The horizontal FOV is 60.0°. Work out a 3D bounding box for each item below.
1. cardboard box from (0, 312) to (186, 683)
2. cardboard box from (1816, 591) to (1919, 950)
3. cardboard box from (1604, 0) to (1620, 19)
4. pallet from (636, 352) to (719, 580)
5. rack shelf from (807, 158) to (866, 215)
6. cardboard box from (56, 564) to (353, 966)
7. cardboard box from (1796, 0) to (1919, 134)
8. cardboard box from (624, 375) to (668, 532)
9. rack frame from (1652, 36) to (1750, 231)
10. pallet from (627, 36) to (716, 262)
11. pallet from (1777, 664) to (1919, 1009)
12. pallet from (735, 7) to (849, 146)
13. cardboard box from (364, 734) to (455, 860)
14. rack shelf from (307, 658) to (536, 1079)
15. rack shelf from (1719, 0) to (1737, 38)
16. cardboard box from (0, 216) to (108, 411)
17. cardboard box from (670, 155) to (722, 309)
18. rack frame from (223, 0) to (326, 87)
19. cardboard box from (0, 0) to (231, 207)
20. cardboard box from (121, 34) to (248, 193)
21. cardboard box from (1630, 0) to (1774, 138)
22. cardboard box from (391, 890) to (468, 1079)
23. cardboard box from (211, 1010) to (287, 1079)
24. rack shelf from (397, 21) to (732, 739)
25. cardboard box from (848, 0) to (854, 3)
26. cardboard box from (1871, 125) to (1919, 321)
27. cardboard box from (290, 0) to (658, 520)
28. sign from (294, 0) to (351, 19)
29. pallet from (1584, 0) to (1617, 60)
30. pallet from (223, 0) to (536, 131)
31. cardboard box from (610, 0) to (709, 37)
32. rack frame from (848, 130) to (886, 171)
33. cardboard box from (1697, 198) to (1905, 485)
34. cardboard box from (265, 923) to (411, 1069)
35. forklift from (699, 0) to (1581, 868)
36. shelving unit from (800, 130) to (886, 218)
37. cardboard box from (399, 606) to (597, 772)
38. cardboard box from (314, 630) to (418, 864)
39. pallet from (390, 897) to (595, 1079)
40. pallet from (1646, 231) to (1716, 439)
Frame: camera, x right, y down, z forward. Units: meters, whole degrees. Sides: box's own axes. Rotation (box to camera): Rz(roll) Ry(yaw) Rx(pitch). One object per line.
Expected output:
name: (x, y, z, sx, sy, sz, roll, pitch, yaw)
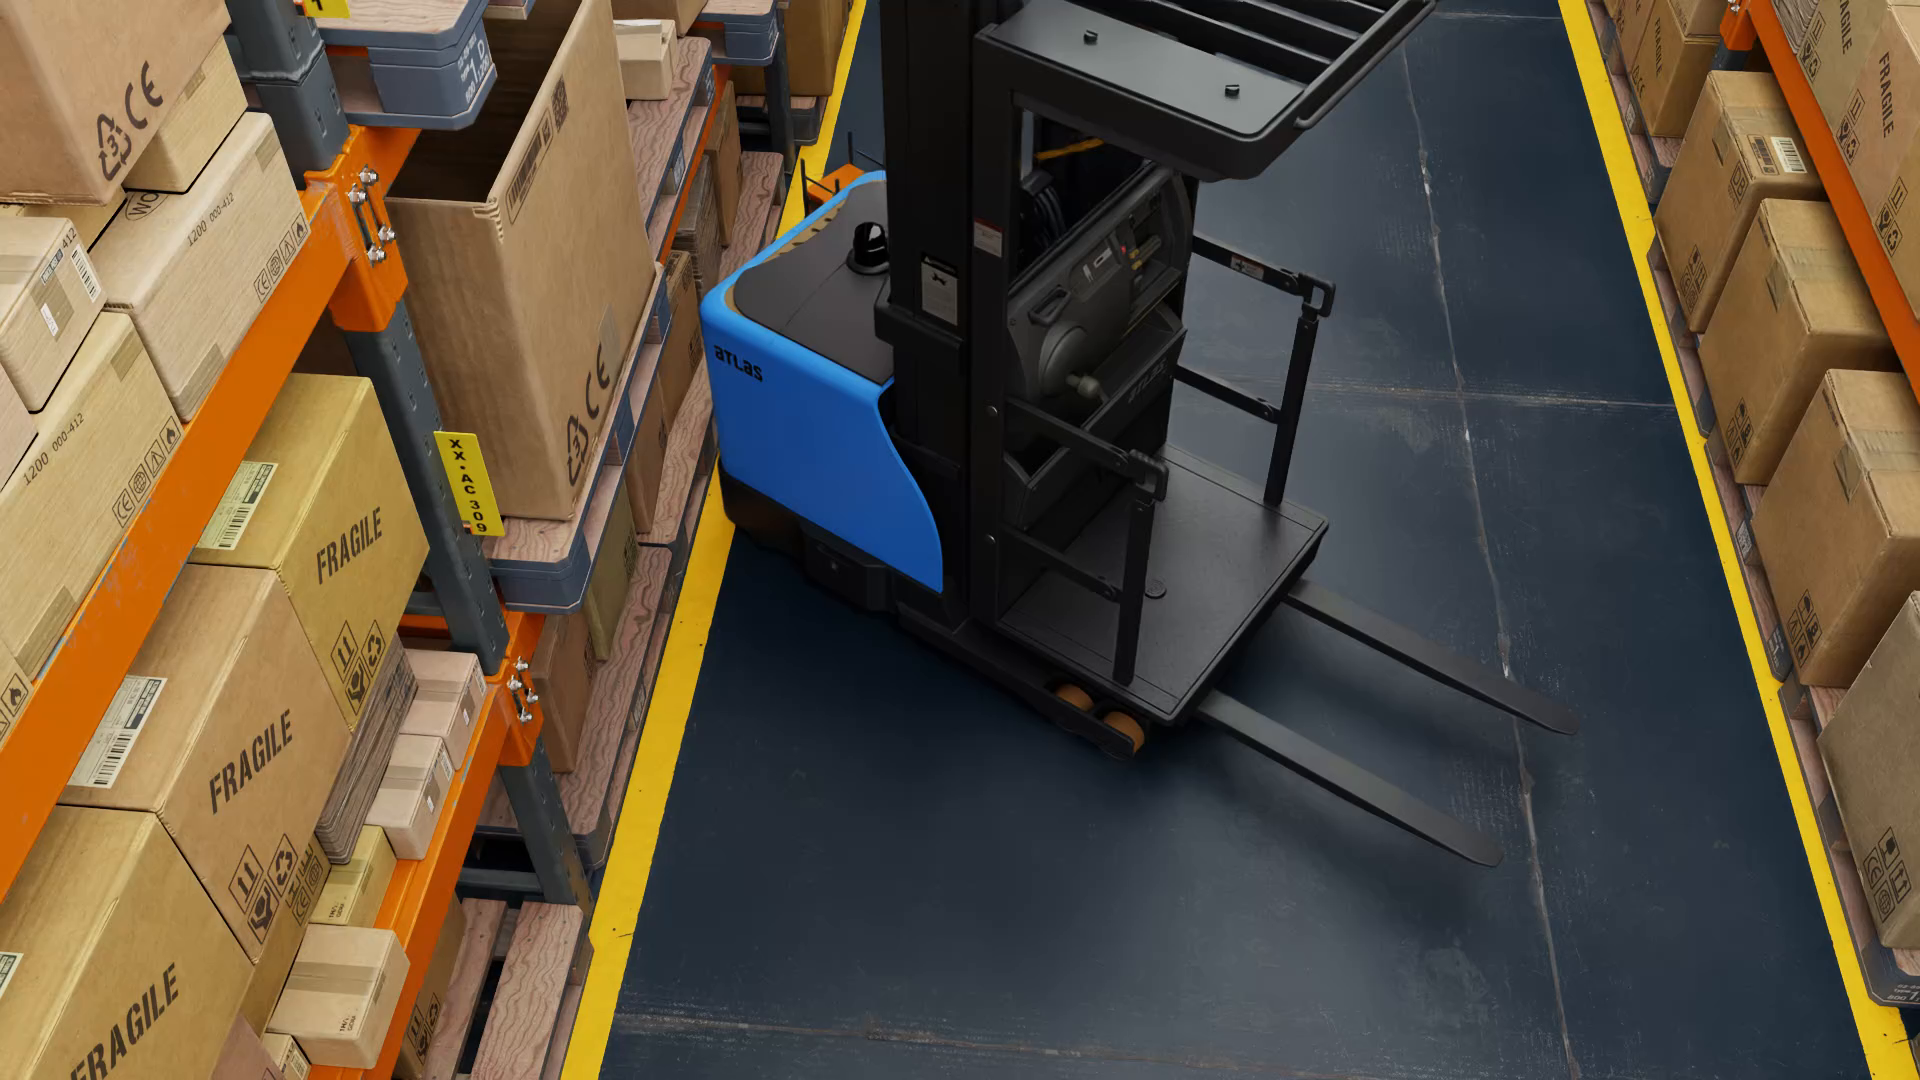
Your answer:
cardboard box: (-1.486, -0.088, 2.366, 0.500, 0.250, 0.500, 5, 48, 5)
cardboard box: (3.251, 0.702, 4.816, 1.050, 0.750, 0.750, 4, 48, 3)
cardboard box: (3.531, -2.963, 8.337, 0.500, 0.500, 0.500, 2, 48, 2)
pallet: (-1.468, -0.392, 6.465, 1.003, 0.211, 1.213, 4, 48, 4)
rack shelf: (-0.429, -1.248, 6.310, 0.215, 0.259, 0.240, 34, 56, 27)
cardboard box: (-1.457, 0.383, 2.920, 0.500, 0.500, 0.500, 4, 48, 4)
cardboard box: (3.295, -1.741, 5.742, 0.500, 0.500, 0.500, 3, 48, 3)
cardboard box: (-1.456, -0.377, 5.958, 0.700, 0.500, 0.500, 0, 48, 0)
rack frame: (3.649, -2.393, 6.406, 1.000, 3.000, 0.127, 4, 48, 4)
pallet: (-1.421, -1.279, 5.517, 1.003, 0.211, 1.213, 4, 48, 4)
pallet: (3.279, 0.915, 5.270, 1.003, 0.211, 1.213, 4, 48, 4)
pallet: (-1.135, -2.434, 8.333, 1.003, 0.211, 1.213, 4, 48, 4)
cardboard box: (-1.405, 0.584, 3.853, 0.380, 0.149, 0.250, 4, 48, 4)
rack shelf: (-1.828, 1.851, 3.012, 1.077, 0.370, 4.000, 4, 48, 4)
rack shelf: (3.831, -3.620, 8.016, 1.077, 0.370, 4.000, 4, 48, 4)
cardboard box: (-1.440, -0.319, 2.308, 0.380, 0.149, 0.250, 2, 48, 2)
cardboard box: (-1.360, -1.204, 6.714, 0.700, 0.500, 0.500, 0, 48, 0)
rack frame: (-1.646, -1.886, 1.877, 1.000, 3.000, 0.127, 4, 48, 4)
cardboard box: (-1.433, -0.829, 2.335, 0.500, 0.500, 0.500, 3, 48, 2)
cardboard box: (-1.388, -0.700, 2.656, 0.380, 0.149, 0.250, 5, 48, 5)
cardboard box: (3.448, -2.192, 7.632, 0.500, 0.500, 0.500, 4, 48, 3)
cardboard box: (-1.722, 1.131, 4.592, 0.500, 0.500, 0.500, 3, 48, 2)
cardboard box: (-1.775, 1.070, 2.969, 0.875, 0.500, 0.500, 4, 48, 4)
rack shelf: (-1.464, -1.089, 5.700, 1.077, 0.370, 4.000, 4, 48, 4)
cardboard box: (-1.109, -3.386, 8.469, 1.225, 0.875, 0.875, 4, 48, 4)
cardboard box: (3.201, -1.005, 5.069, 0.500, 0.500, 0.500, 3, 48, 3)
cardboard box: (-1.434, -0.780, 4.240, 1.000, 1.000, 1.000, 4, 48, 4)
sign: (-1.105, -1.018, 2.765, 0.100, 0.325, 0.005, 4, 48, 4)
pallet: (3.835, -2.920, 8.778, 1.003, 0.211, 1.213, 4, 48, 4)
pallet: (-1.484, -1.257, 3.461, 1.213, 0.211, 1.003, 4, 48, 4)
cardboard box: (-1.242, -2.160, 5.840, 0.700, 0.500, 0.500, 10, 48, 9)
rack frame: (-0.345, -1.129, 6.571, 0.200, 1.050, 0.008, 34, 56, 27)
cardboard box: (3.427, -0.692, 6.090, 1.050, 0.750, 0.750, 5, 48, 4)
cardboard box: (-1.400, 0.955, 3.514, 0.380, 0.149, 0.250, 4, 48, 4)
forklift: (0.600, -0.704, 4.907, 3.031, 2.935, 1.130, 28, 54, 23)
shelving unit: (-0.428, -1.063, 6.511, 0.215, 1.050, 0.252, 34, 56, 27)
cardboard box: (-1.569, 0.384, 5.262, 0.700, 0.500, 0.500, 1, 48, 1)
cardboard box: (-1.749, 0.331, 3.645, 0.875, 0.500, 0.500, 4, 48, 4)
pallet: (-1.672, 1.575, 4.666, 1.003, 0.211, 1.213, 4, 48, 4)
pallet: (3.502, -0.878, 6.910, 1.003, 0.211, 1.213, 4, 48, 4)
